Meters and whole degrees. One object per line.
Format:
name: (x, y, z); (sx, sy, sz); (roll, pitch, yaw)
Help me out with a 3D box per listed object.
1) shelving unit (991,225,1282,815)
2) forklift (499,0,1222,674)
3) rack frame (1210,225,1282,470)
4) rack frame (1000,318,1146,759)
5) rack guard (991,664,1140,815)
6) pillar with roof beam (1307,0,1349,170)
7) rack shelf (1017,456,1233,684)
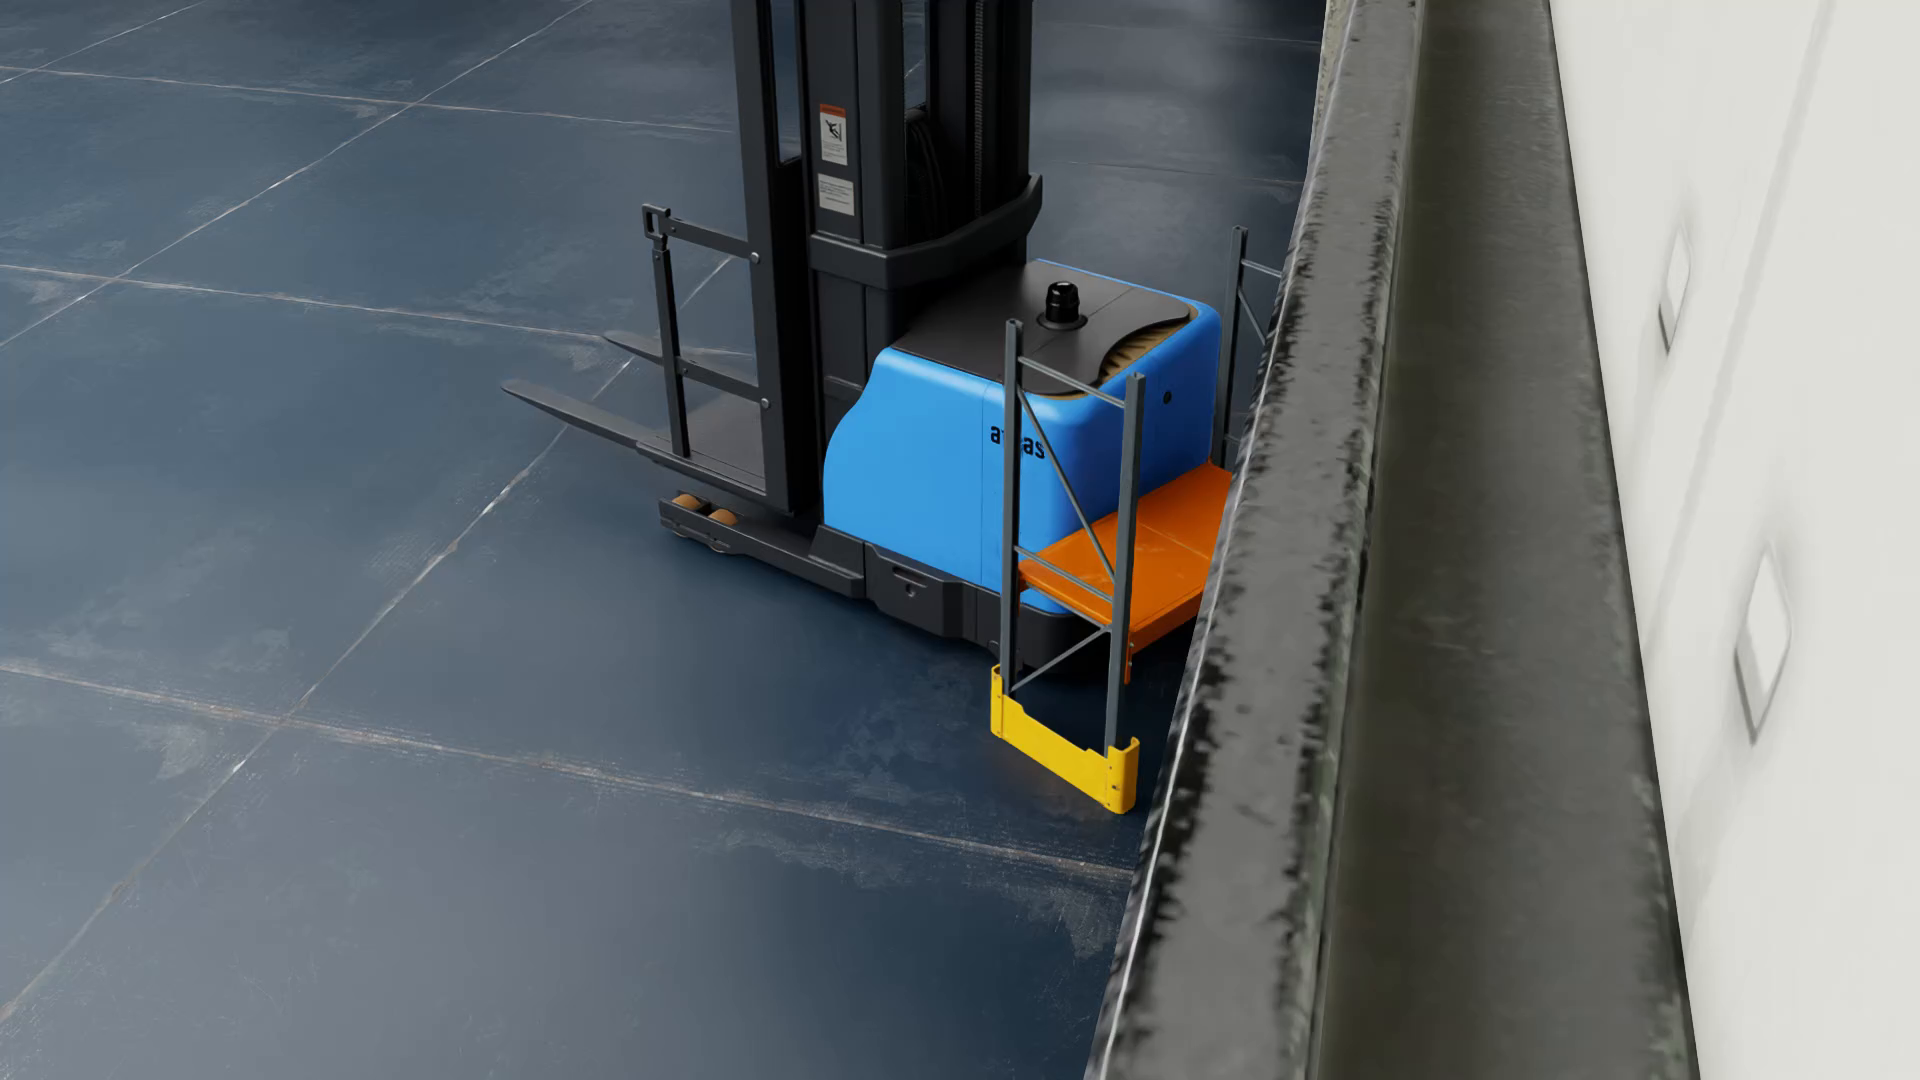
shelving unit: (0.687, -0.086, 5.267); (1.083, 1.500, 0.587); (-27, 41, -36)
forklift: (-0.564, -1.395, 5.993); (3.031, 2.935, 1.130); (21, 38, 29)
rack frame: (1.049, -0.270, 5.557); (0.032, 1.500, 0.500); (-27, 41, -36)
rack frame: (0.312, 0.106, 4.966); (0.032, 1.500, 0.500); (-27, 41, -36)
rack guard: (0.326, 0.626, 5.313); (0.087, 0.250, 0.587); (-27, 41, -36)
pillar with roof beam: (-3.228, -3.330, 3.381); (9.100, 9.000, 0.400); (8, 33, 12)
rack shelf: (0.681, 0.069, 5.358); (1.000, 0.185, 0.538); (-27, 41, -36)
